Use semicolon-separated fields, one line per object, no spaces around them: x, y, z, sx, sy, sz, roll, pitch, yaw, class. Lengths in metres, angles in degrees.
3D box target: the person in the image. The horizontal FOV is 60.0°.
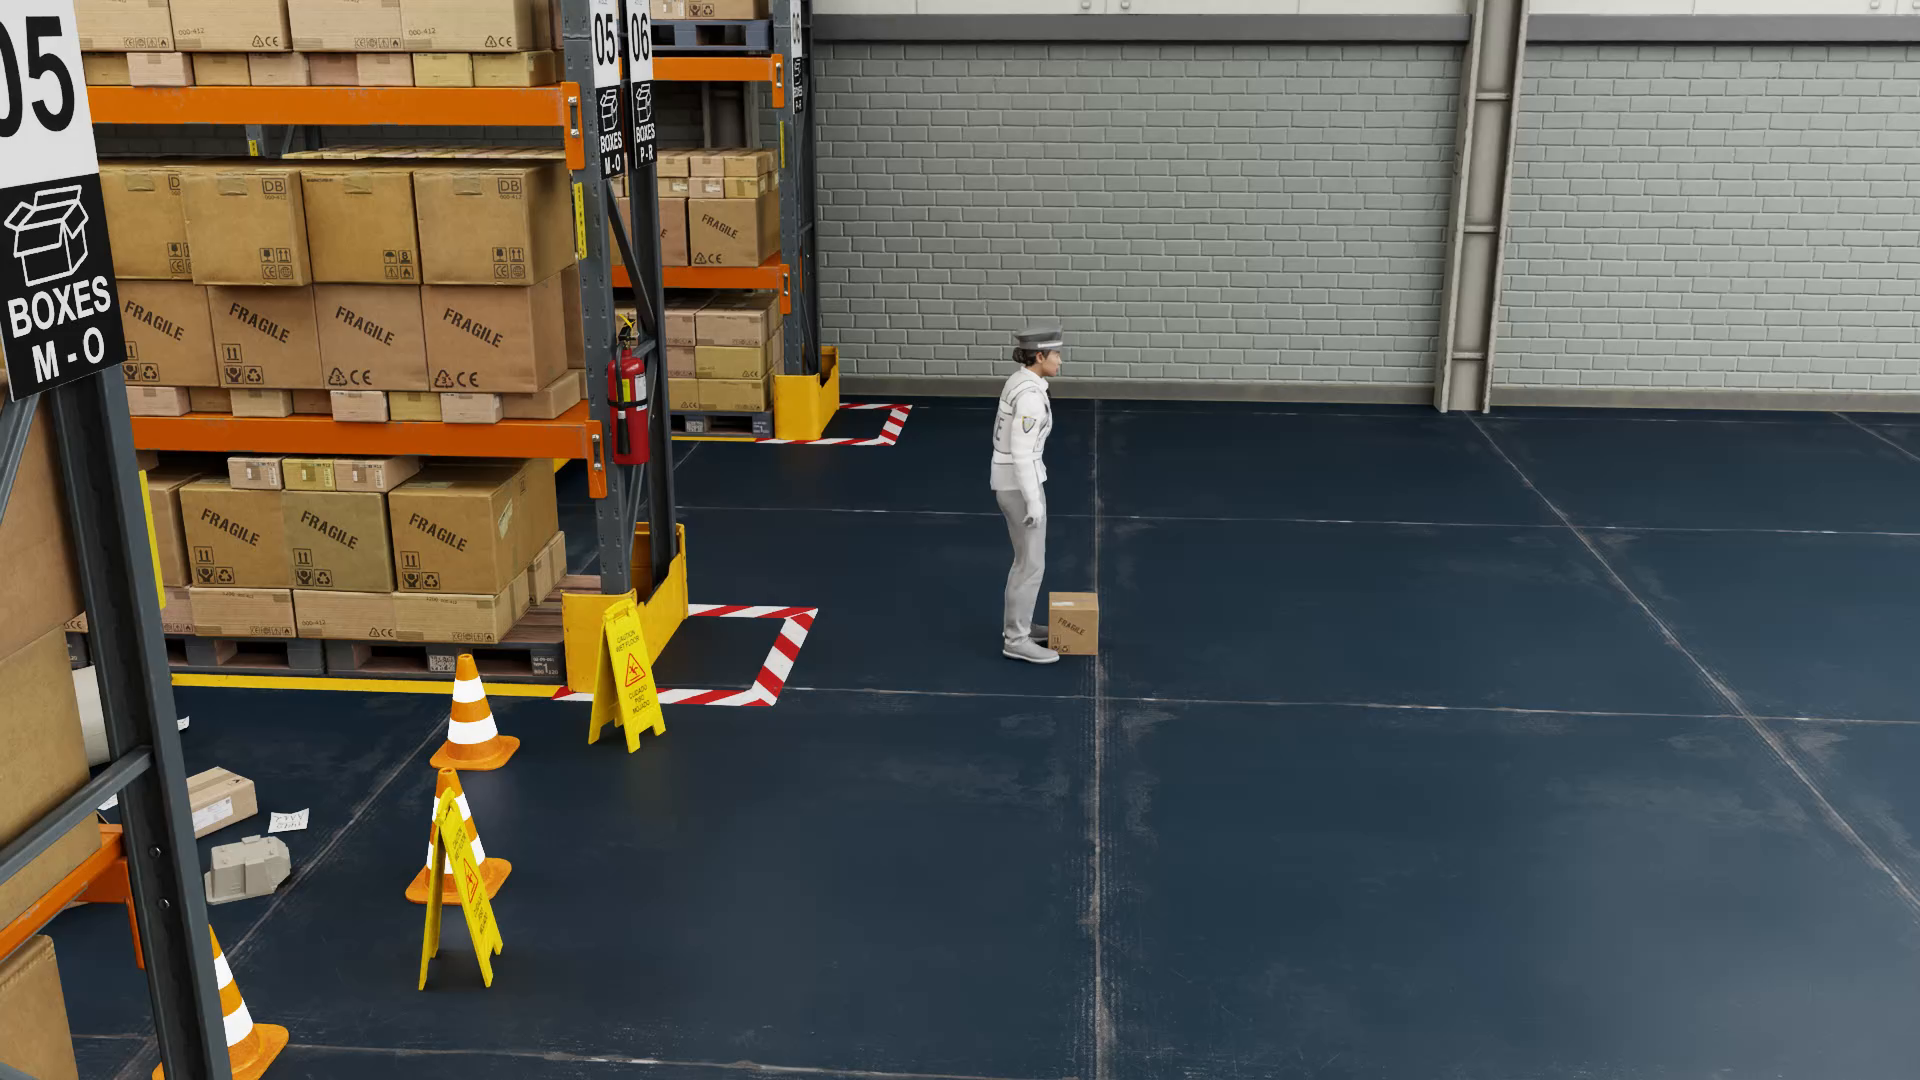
0.337;-0.248;8.328;0.374;1.662;0.538;0;18;1;person
